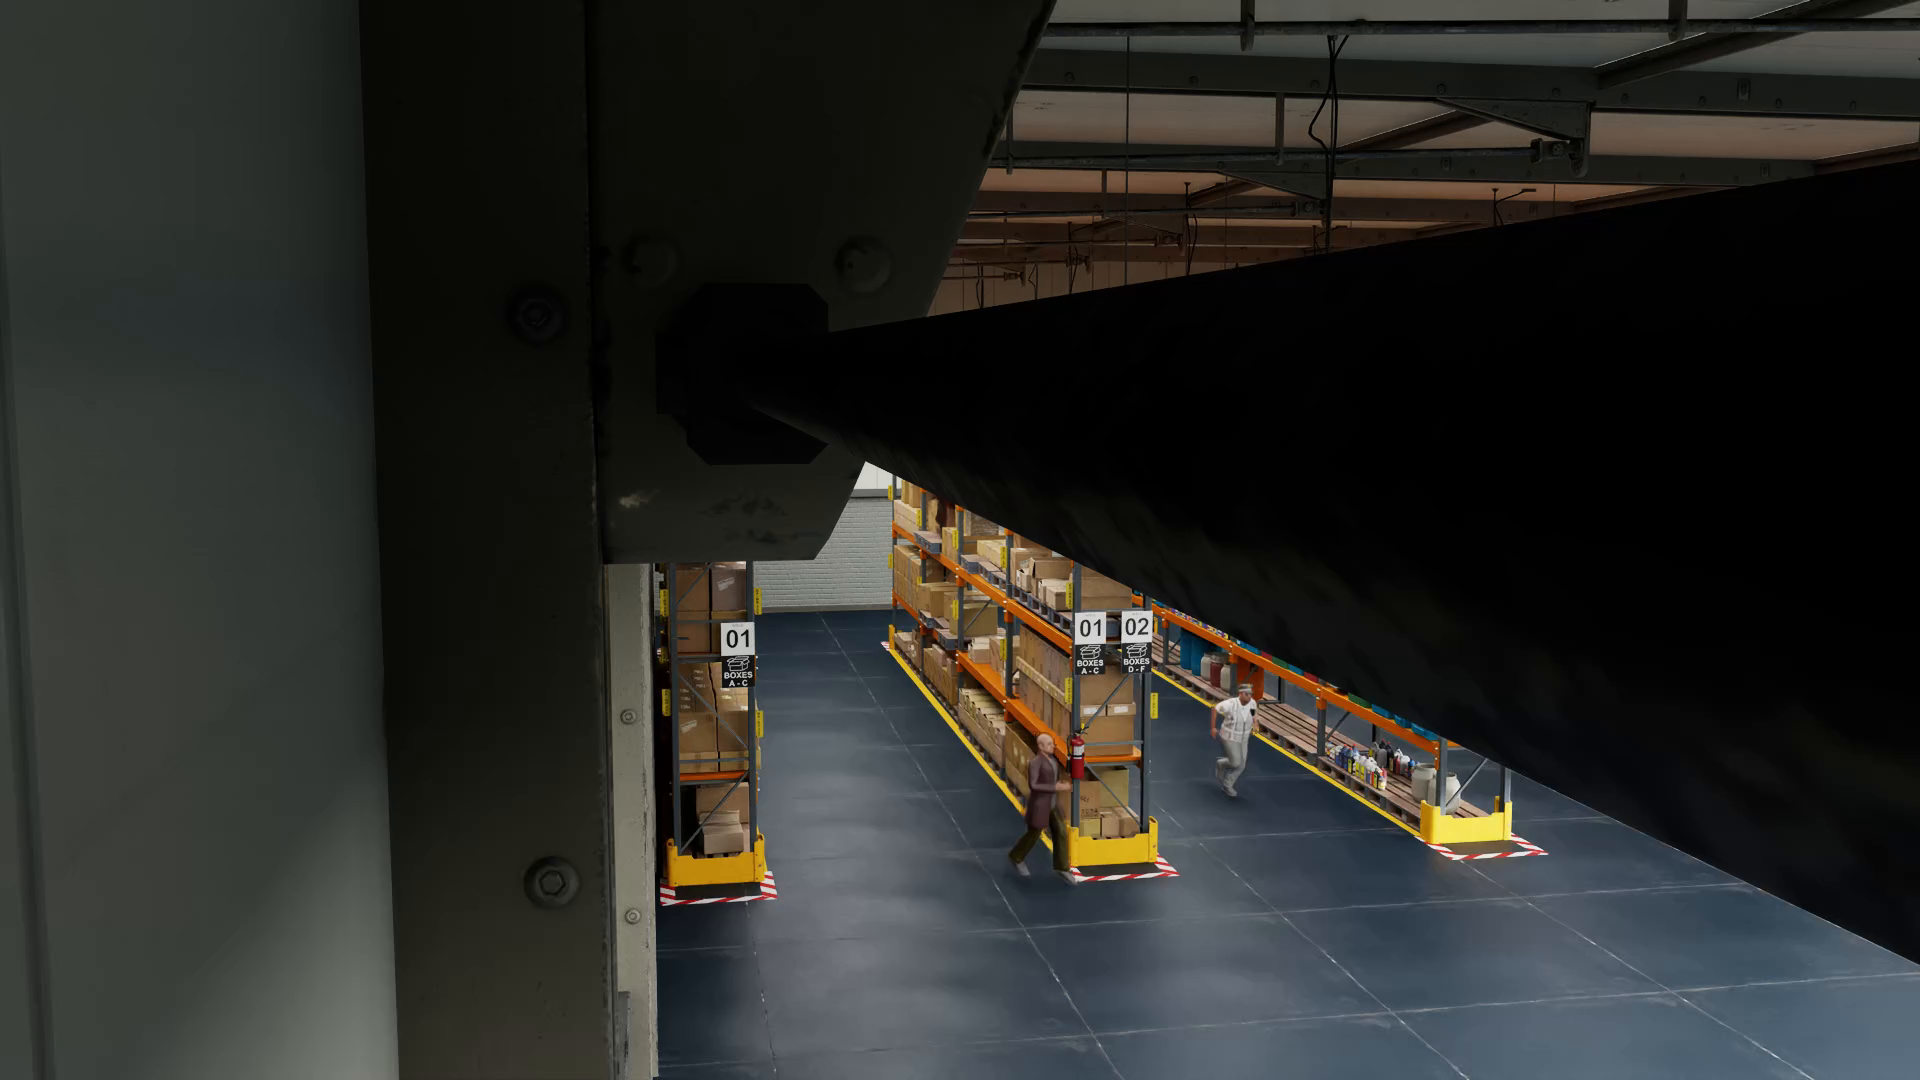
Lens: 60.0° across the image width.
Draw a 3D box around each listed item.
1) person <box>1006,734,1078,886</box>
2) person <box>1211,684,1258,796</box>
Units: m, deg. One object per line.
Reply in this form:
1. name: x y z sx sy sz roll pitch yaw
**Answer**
1. person: 0.987 3.254 20.197 0.941 1.842 0.713 4 8 35
2. person: 4.028 2.891 24.178 0.652 1.701 0.745 -4 7 -30
